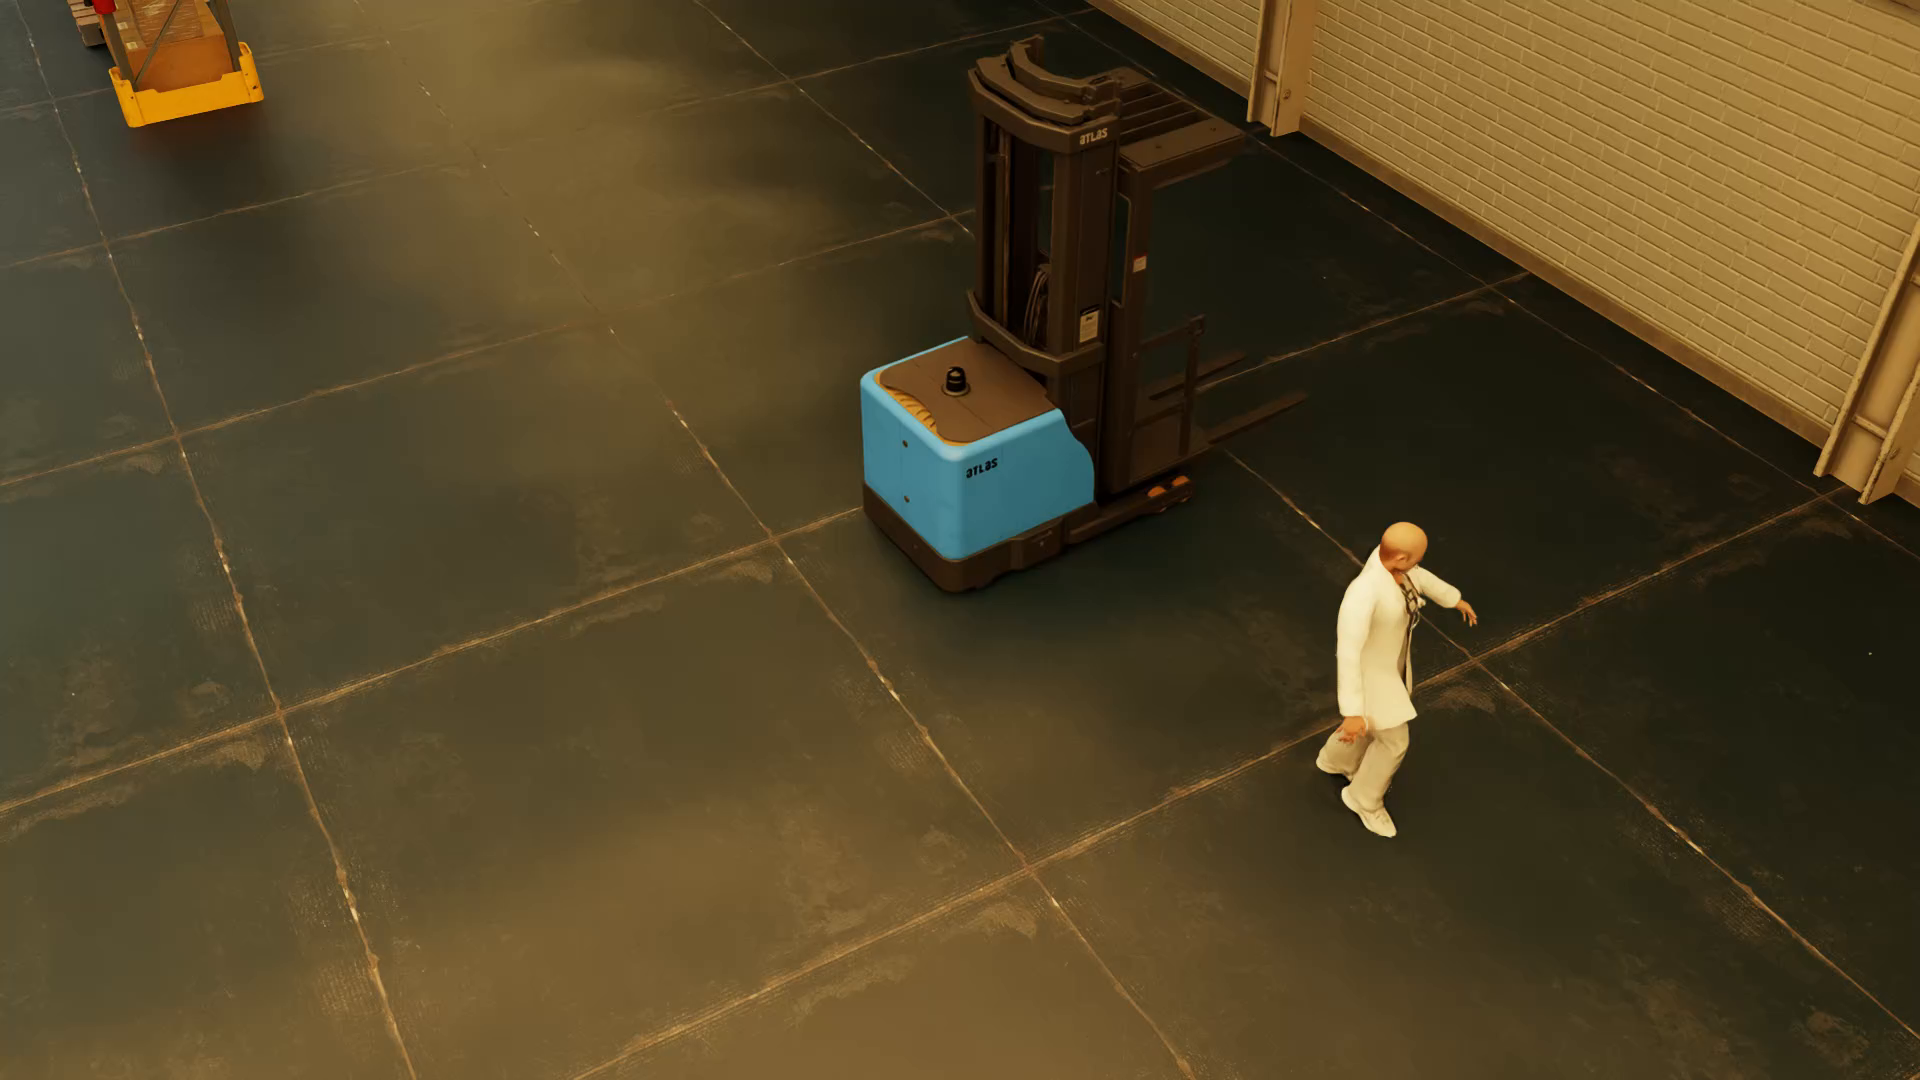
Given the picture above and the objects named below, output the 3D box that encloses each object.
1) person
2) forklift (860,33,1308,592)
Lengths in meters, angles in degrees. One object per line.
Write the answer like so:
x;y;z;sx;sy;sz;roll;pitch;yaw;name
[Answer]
2.111;0.665;8.201;0.568;1.809;0.994;24;45;26;person
0.900;-1.557;9.913;3.031;2.935;1.130;-23;45;-26;forklift
